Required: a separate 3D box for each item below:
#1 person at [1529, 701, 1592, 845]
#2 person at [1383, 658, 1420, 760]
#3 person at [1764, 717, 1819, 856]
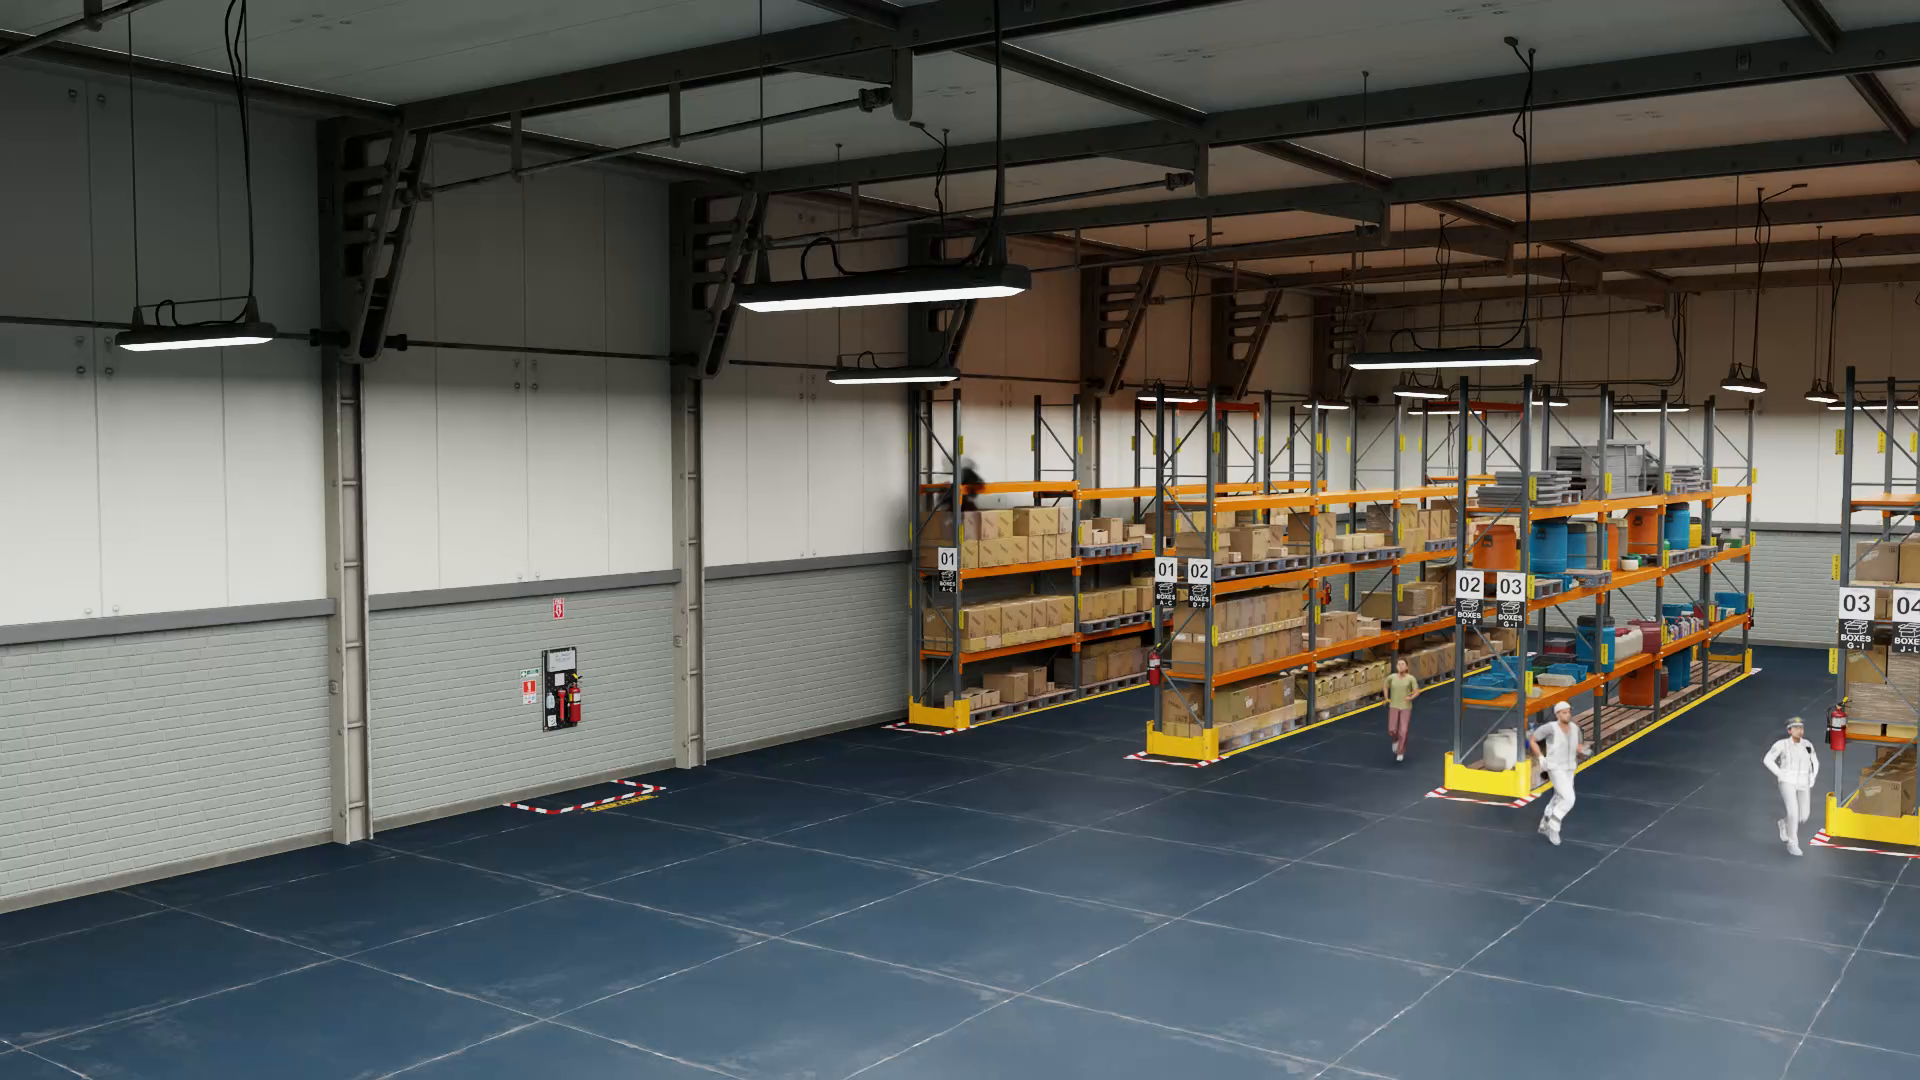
[{"bbox_3d":[7.601,2.930,20.940,0.619,1.809,0.713,-1,4,-23],"label":"person"},{"bbox_3d":[6.989,2.683,26.406,0.581,1.630,0.540,1,3,21],"label":"person"},{"bbox_3d":[10.281,3.016,20.545,0.668,1.688,0.601,0,3,5],"label":"person"}]
